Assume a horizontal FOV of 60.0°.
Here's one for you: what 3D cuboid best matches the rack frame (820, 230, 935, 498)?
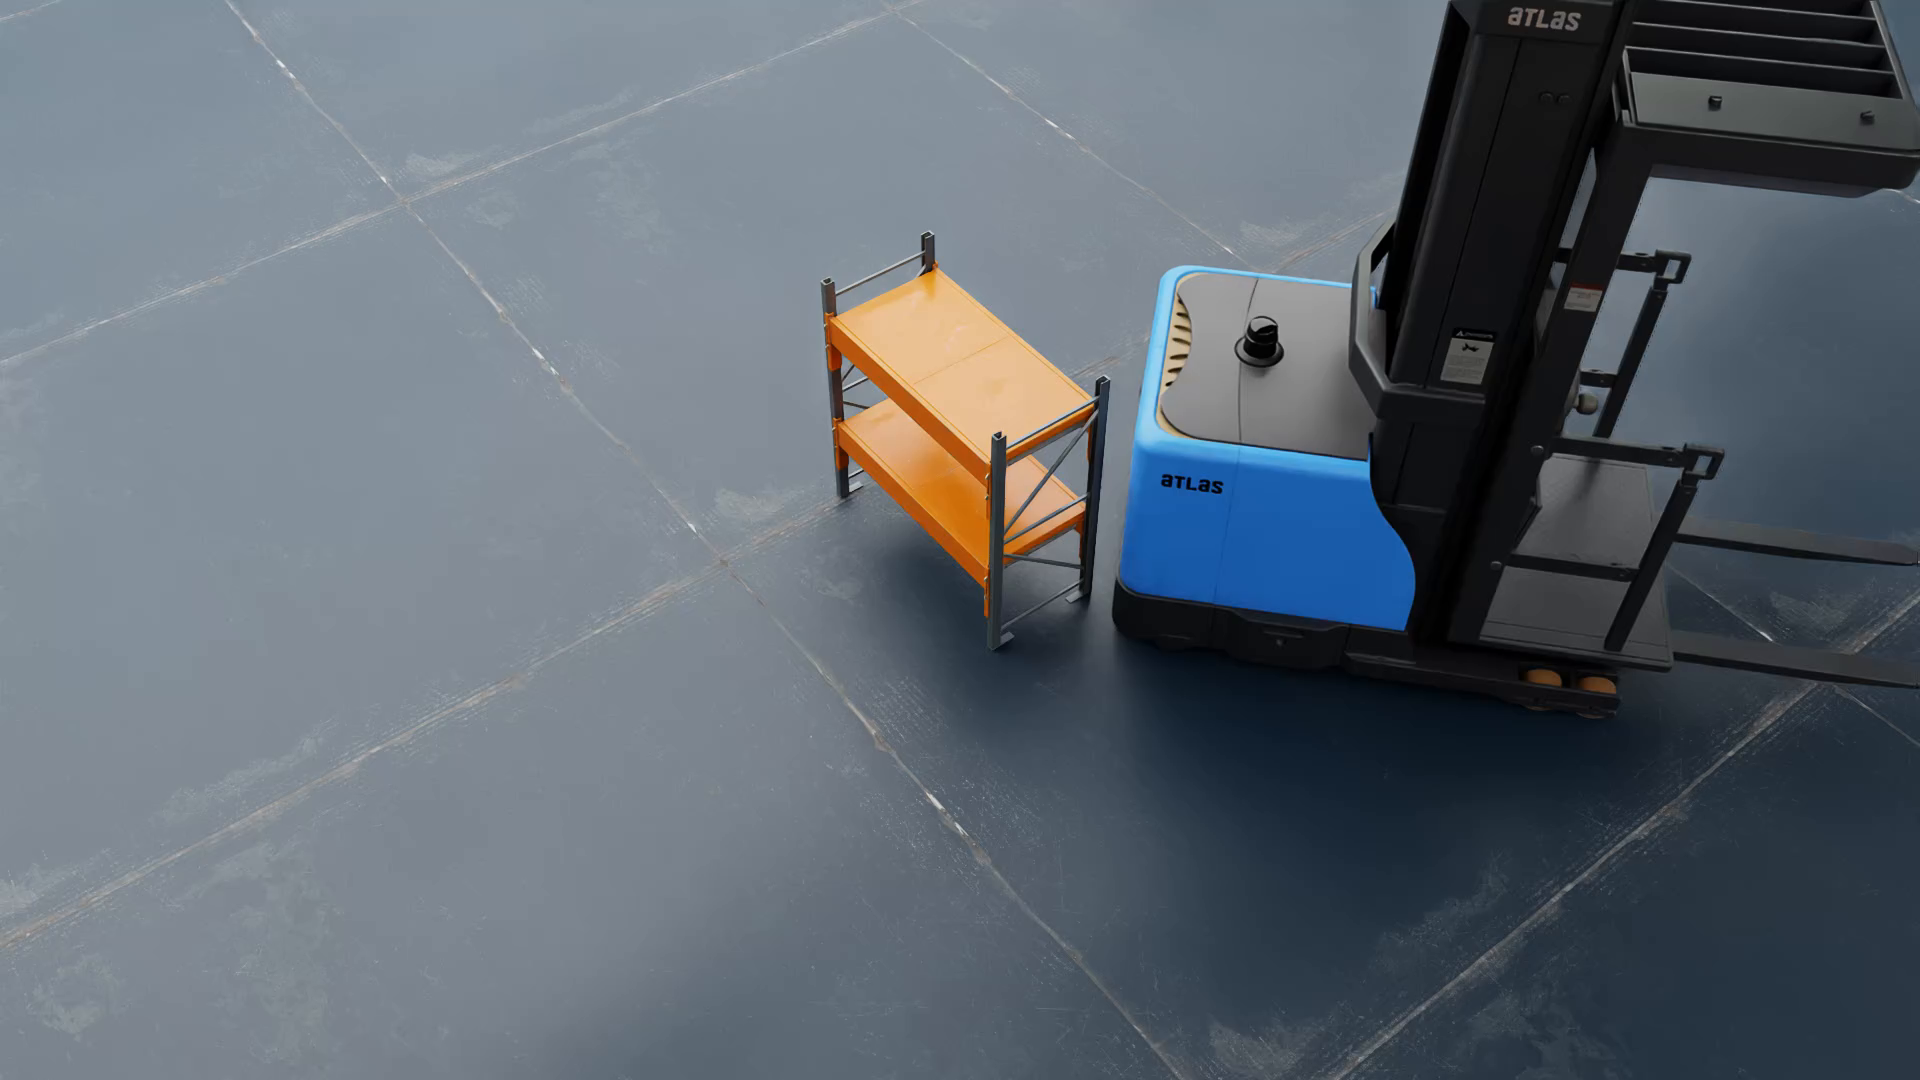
[{"bbox_3d":[-0.304,-0.674,6.600,0.500,1.125,0.032,-29,54,-24],"label":"rack frame"}]

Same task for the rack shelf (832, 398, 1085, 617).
[{"bbox_3d":[0.004,-0.210,6.510,0.538,0.278,1.000,-29,54,-24],"label":"rack shelf"}]

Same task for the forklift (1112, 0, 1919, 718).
[{"bbox_3d":[2.151,-0.755,5.455,3.031,2.935,1.130,8,48,7],"label":"forklift"}]

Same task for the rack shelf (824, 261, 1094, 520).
[{"bbox_3d":[0.004,-0.570,6.112,0.538,0.278,1.000,-29,54,-24],"label":"rack shelf"}]

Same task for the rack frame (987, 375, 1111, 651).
[{"bbox_3d":[0.312,-0.074,6.057,0.500,1.125,0.032,-29,54,-24],"label":"rack frame"}]

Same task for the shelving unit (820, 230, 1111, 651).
[{"bbox_3d":[0.004,-0.374,6.328,0.538,1.125,1.048,-29,54,-24],"label":"shelving unit"}]
